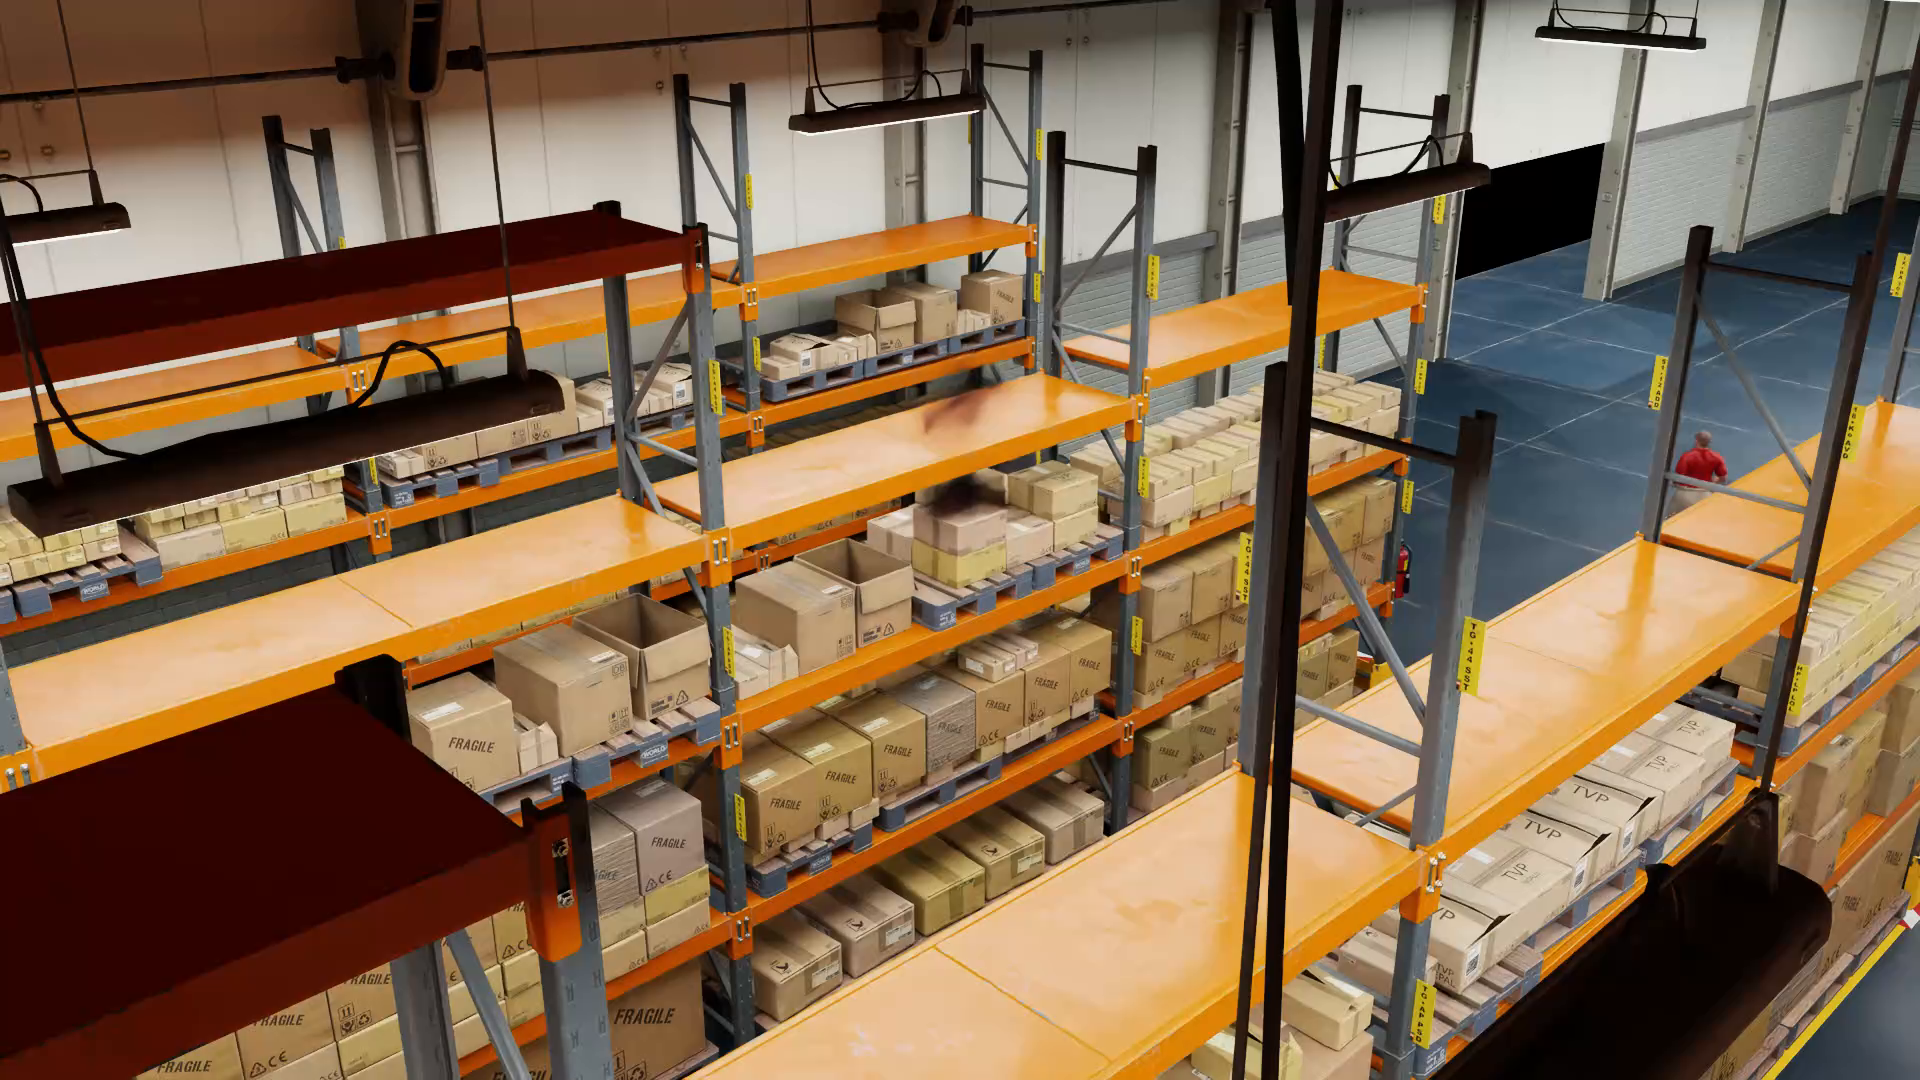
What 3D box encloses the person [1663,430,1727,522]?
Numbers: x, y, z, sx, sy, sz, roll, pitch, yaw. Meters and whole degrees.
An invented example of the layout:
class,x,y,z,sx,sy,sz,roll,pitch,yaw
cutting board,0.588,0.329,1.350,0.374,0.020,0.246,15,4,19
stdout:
class,x,y,z,sx,sy,sz,roll,pitch,yaw
person,8.769,-0.523,19.922,0.661,1.673,0.606,-1,22,-2
